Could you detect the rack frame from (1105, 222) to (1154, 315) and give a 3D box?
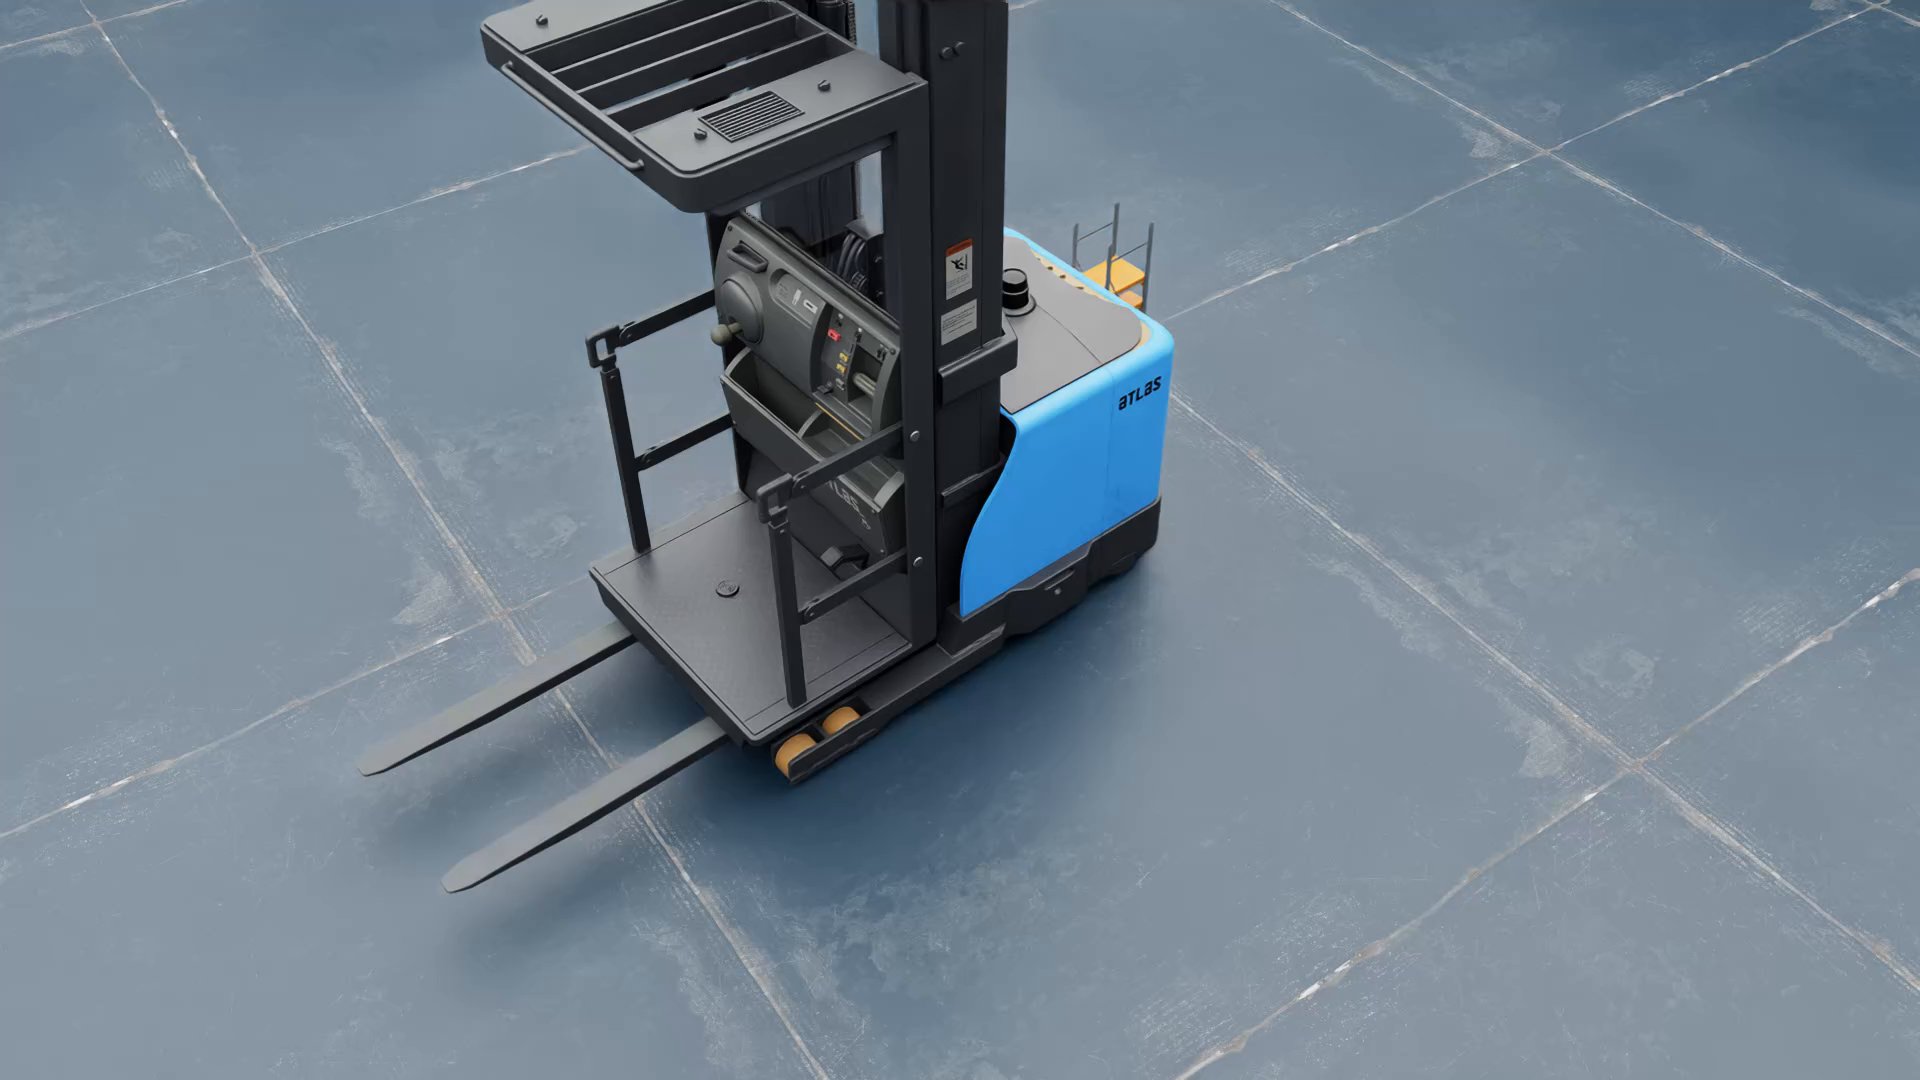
[{"bbox_3d":[0.640,-0.710,6.625,0.240,1.200,0.006,-31,52,-28],"label":"rack frame"}]

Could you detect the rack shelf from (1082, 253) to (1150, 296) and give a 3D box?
[{"bbox_3d":[0.580,-0.986,6.457,0.258,0.103,0.180,-31,52,-28],"label":"rack shelf"}]

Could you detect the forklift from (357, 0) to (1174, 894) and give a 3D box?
[{"bbox_3d":[-0.667,-0.627,5.284,3.031,2.935,1.130,-30,51,-28],"label":"forklift"}]

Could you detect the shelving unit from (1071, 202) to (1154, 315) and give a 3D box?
[{"bbox_3d":[0.580,-0.758,6.675,0.258,1.200,0.189,-31,52,-28],"label":"shelving unit"}]

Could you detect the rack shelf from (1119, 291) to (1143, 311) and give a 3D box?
[{"bbox_3d":[0.580,-0.899,6.540,0.258,0.103,0.180,-31,52,-28],"label":"rack shelf"}]

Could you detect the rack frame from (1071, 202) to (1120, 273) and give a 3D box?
[{"bbox_3d":[0.520,-0.805,6.725,0.240,1.200,0.006,-31,52,-28],"label":"rack frame"}]
